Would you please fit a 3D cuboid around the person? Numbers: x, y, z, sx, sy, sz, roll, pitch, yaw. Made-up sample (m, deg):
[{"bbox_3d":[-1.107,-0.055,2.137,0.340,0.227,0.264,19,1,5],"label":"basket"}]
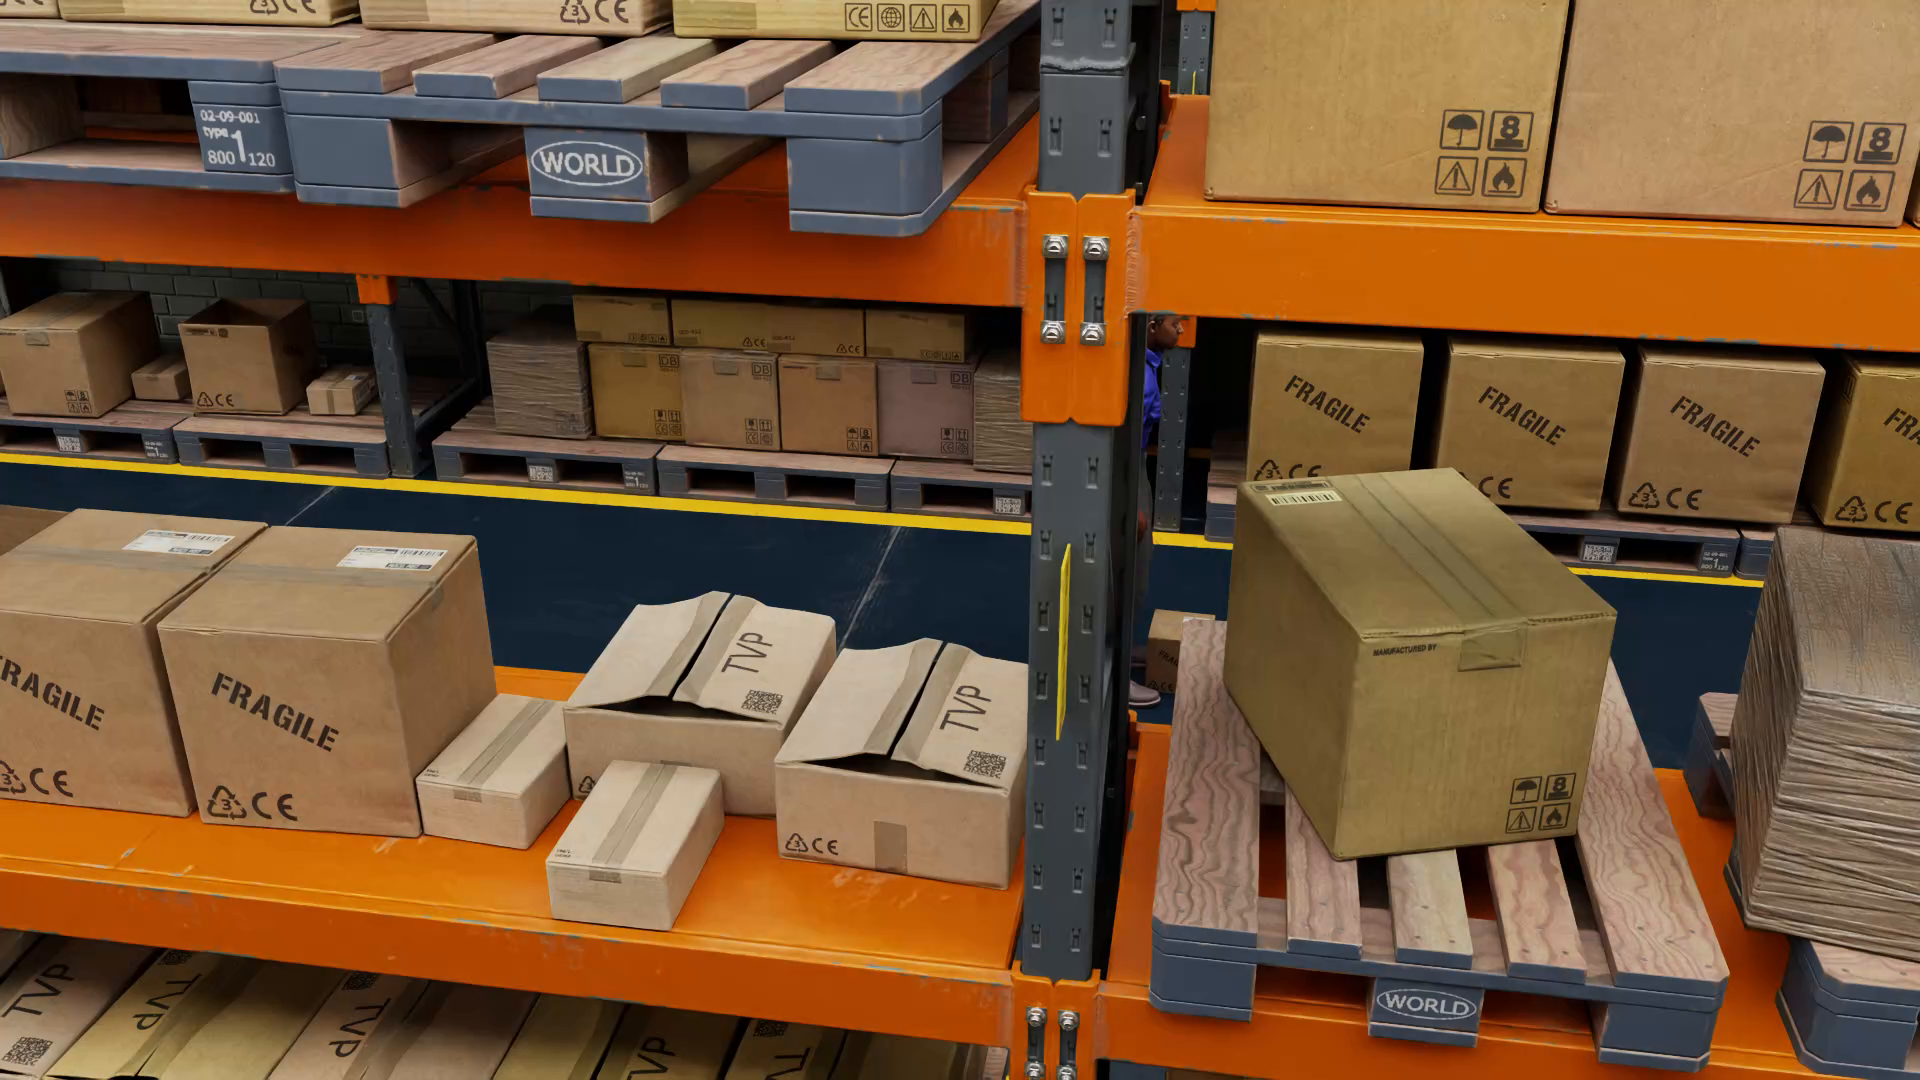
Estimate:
[{"bbox_3d":[0.664,-0.189,6.518,0.352,1.654,0.530,2,25,5],"label":"person"}]
